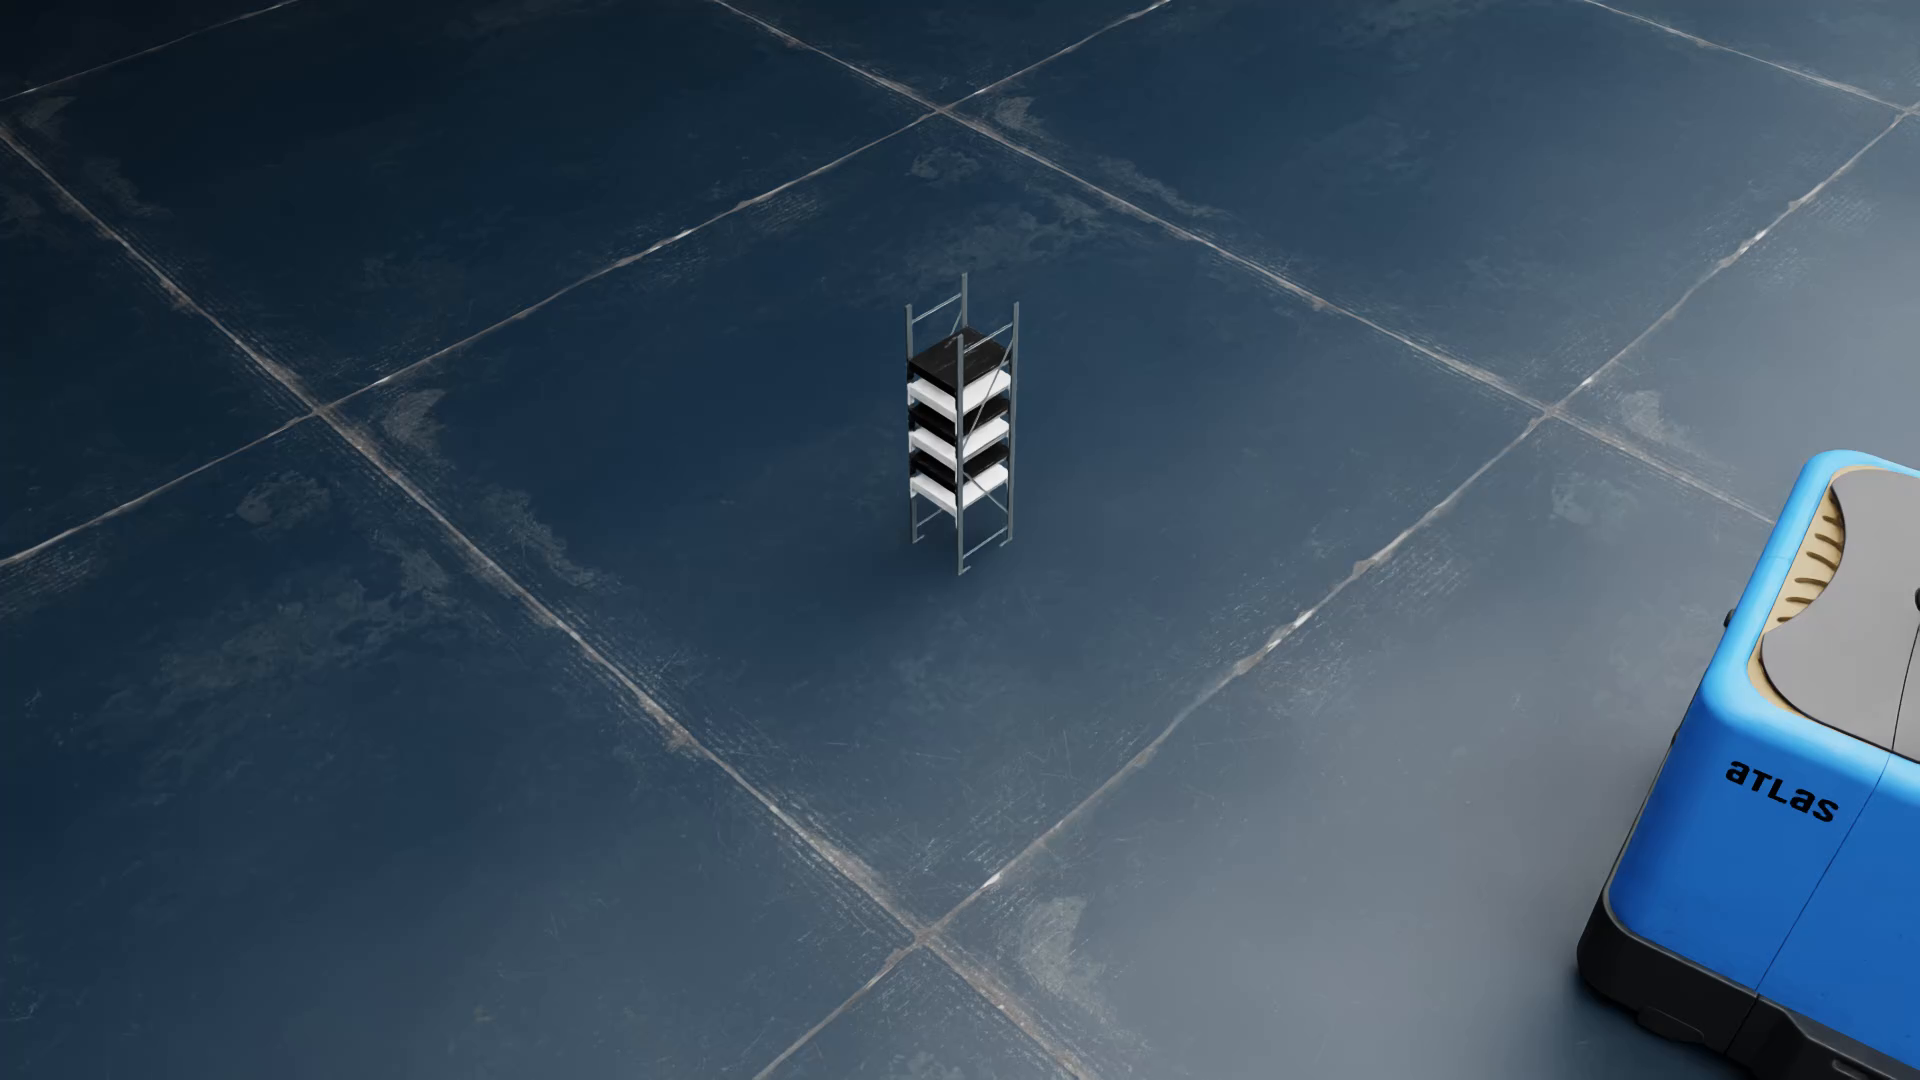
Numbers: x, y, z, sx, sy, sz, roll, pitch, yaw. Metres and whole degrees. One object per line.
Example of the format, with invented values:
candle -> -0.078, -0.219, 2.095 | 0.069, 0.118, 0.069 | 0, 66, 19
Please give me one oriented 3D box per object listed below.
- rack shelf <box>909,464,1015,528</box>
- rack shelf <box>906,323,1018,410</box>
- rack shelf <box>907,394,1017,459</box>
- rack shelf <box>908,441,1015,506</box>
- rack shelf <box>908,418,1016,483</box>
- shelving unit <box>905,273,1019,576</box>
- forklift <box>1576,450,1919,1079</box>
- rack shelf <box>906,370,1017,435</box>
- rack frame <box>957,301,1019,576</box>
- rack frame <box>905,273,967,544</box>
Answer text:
rack shelf -> 0.006, -0.170, 5.085 | 0.258, 0.077, 0.200 | -34, 53, -31
rack shelf -> 0.006, -0.500, 4.780 | 0.258, 0.077, 0.200 | -34, 53, -31
rack shelf -> 0.006, -0.368, 4.902 | 0.258, 0.077, 0.200 | -34, 53, -31
rack shelf -> 0.006, -0.236, 5.024 | 0.258, 0.077, 0.200 | -34, 53, -31
rack shelf -> 0.006, -0.302, 4.963 | 0.258, 0.077, 0.200 | -34, 53, -31
shelving unit -> 0.006, -0.327, 4.940 | 0.258, 0.900, 0.210 | -34, 53, -31
forklift -> 3.004, 0.307, 2.758 | 3.031, 2.935, 1.130 | 25, 48, 24
rack shelf -> 0.006, -0.434, 4.841 | 0.258, 0.077, 0.200 | -34, 53, -31
rack frame -> 0.078, -0.278, 4.888 | 0.240, 0.900, 0.006 | -34, 53, -31
rack frame -> -0.066, -0.375, 4.993 | 0.240, 0.900, 0.006 | -34, 53, -31
